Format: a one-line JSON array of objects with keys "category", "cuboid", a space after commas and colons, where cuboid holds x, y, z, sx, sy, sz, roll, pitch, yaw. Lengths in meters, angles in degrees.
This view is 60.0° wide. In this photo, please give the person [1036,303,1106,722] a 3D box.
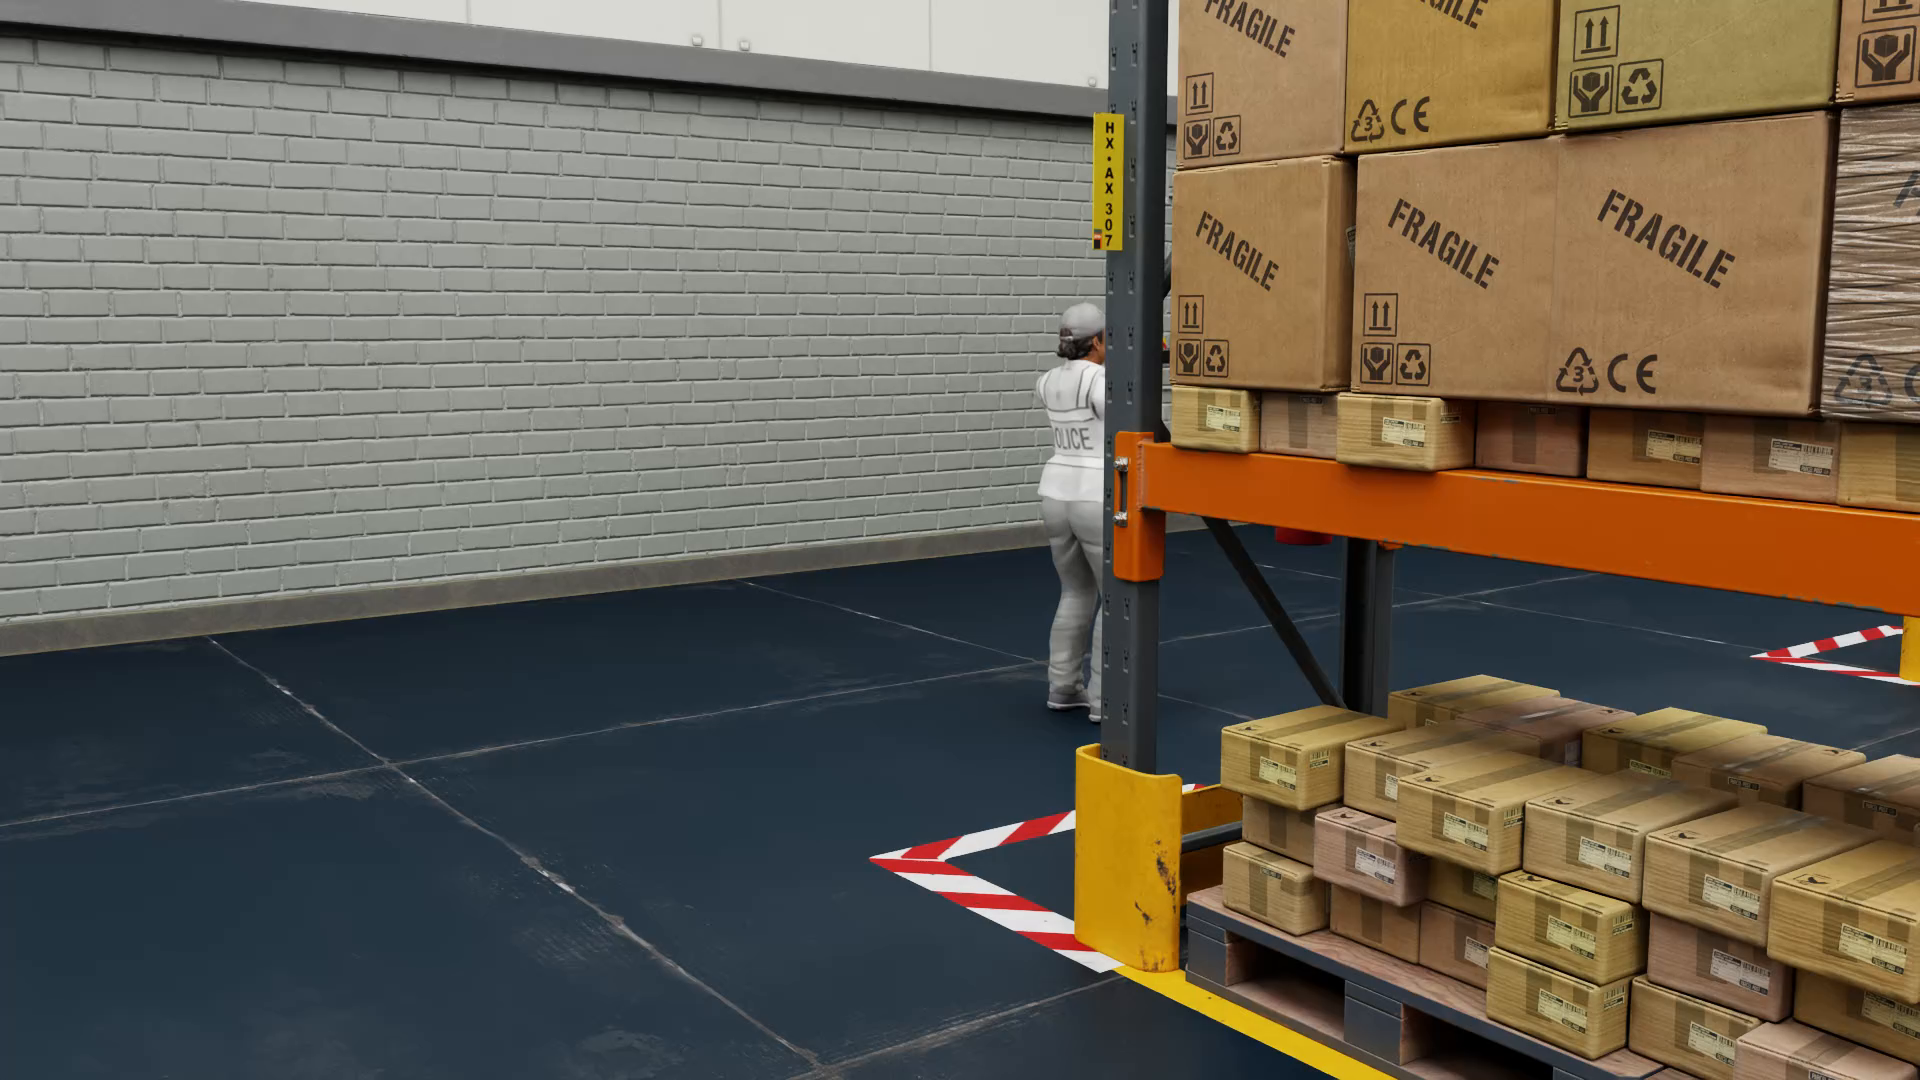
[{"category": "person", "cuboid": [0.591, -0.118, 6.695, 0.535, 1.655, 0.454, -5, 10, -35]}]
